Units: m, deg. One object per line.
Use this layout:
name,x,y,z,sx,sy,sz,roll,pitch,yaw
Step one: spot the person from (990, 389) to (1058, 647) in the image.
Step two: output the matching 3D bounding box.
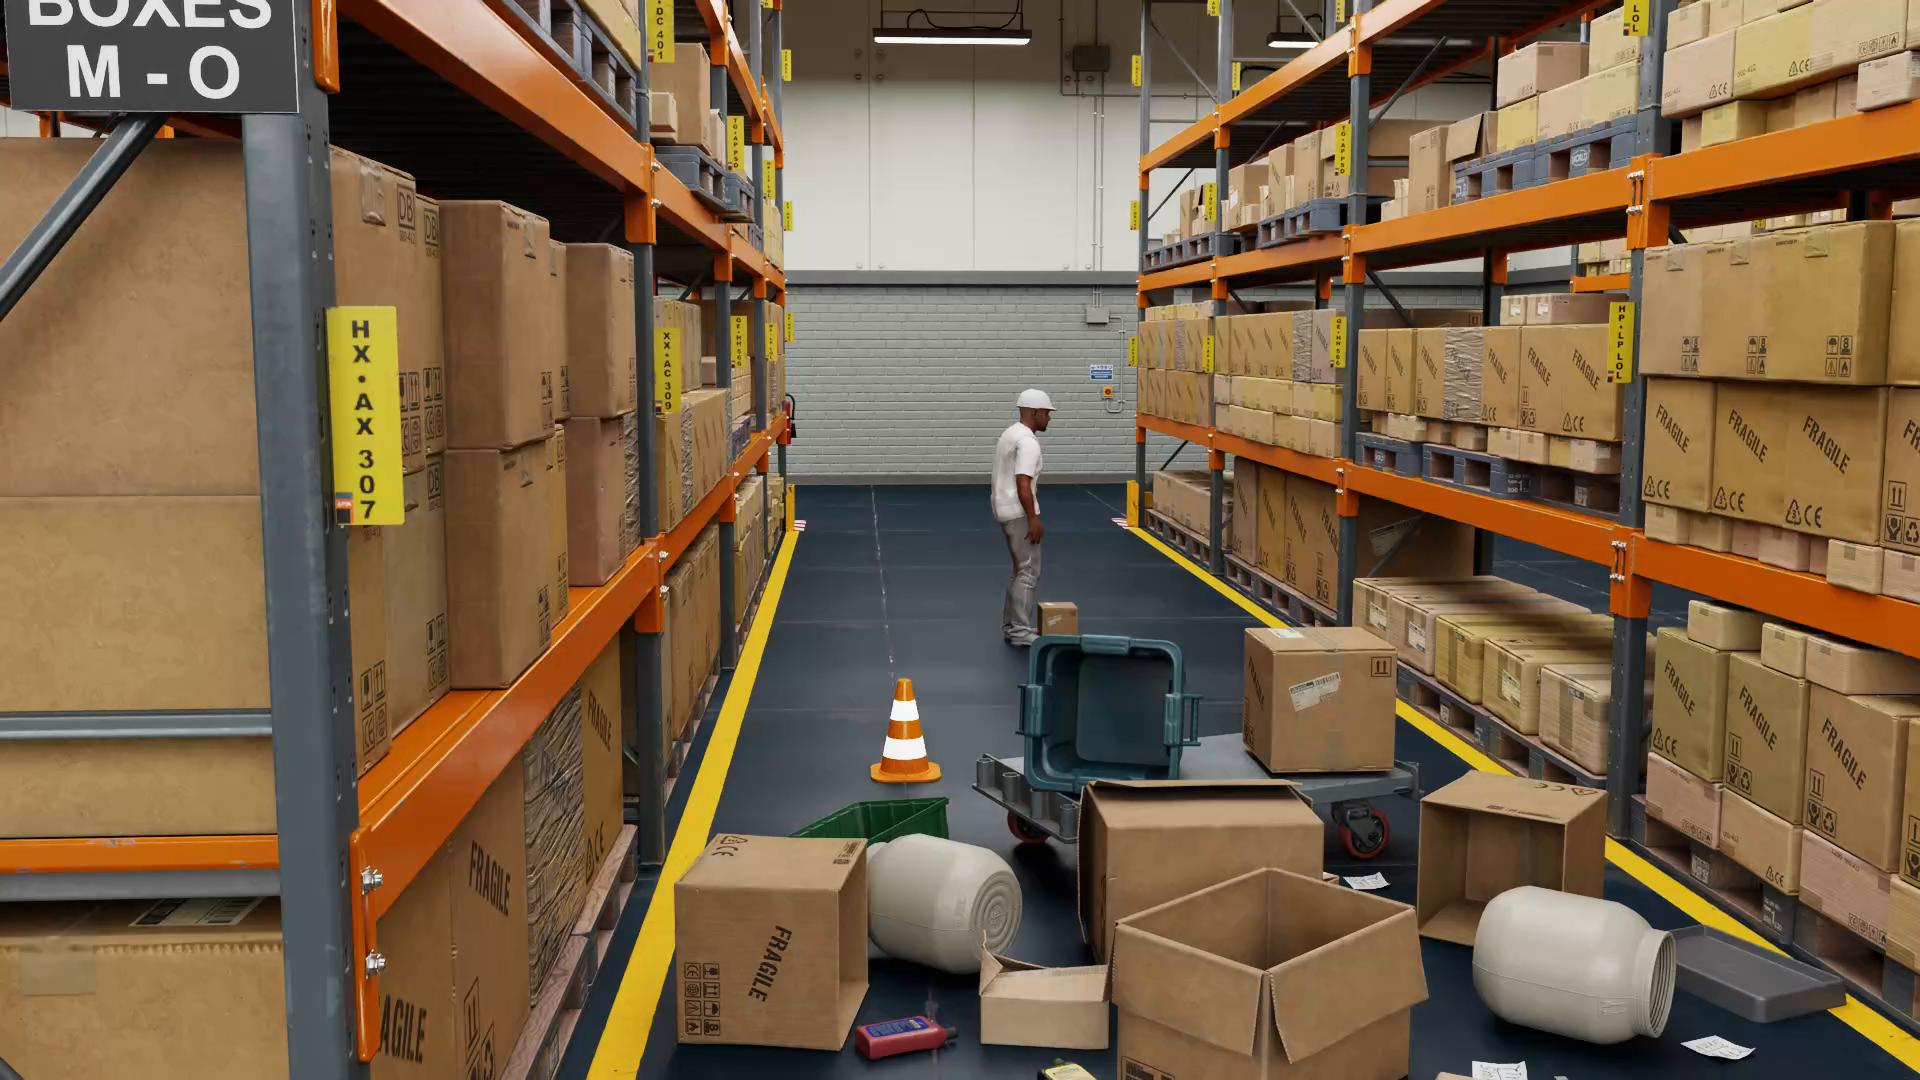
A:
person,0.451,-0.165,11.557,0.461,1.759,0.631,-1,7,-7
